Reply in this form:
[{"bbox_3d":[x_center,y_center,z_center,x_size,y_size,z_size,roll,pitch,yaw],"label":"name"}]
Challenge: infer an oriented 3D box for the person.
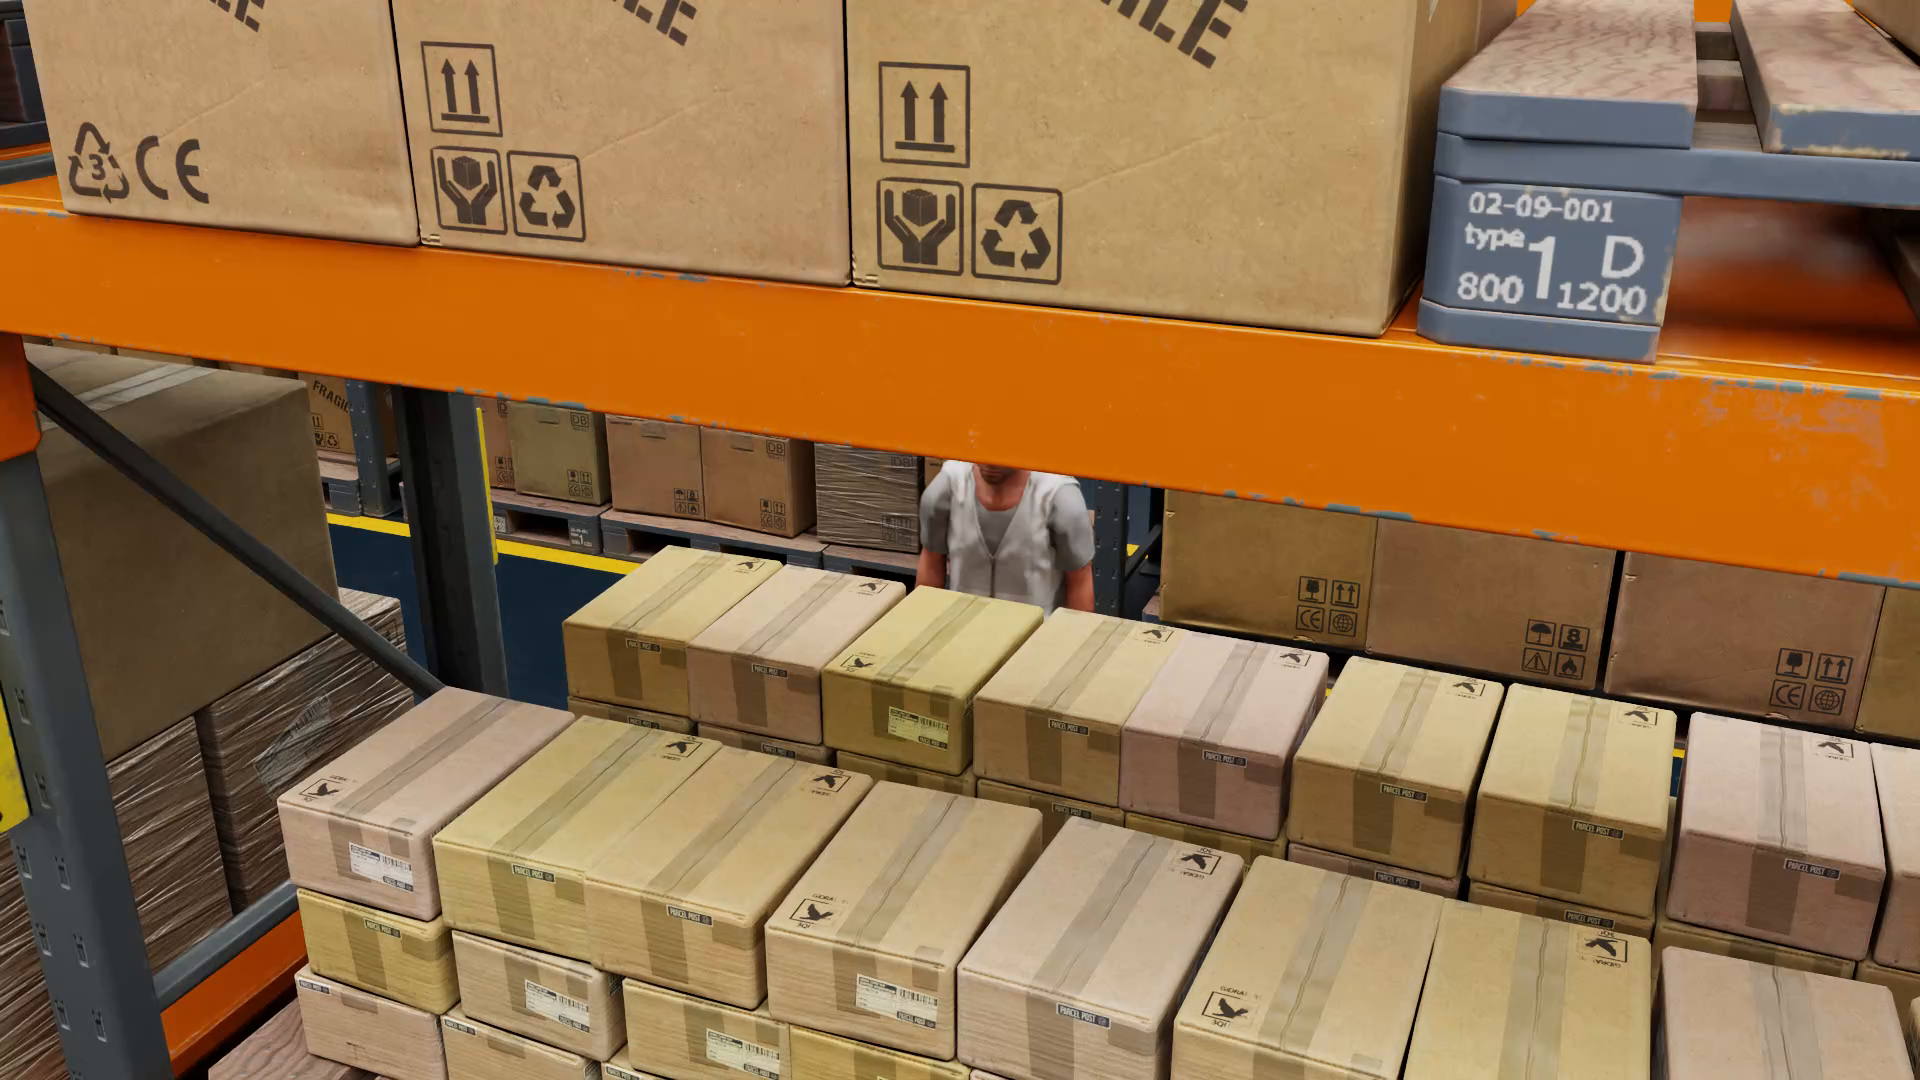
[{"bbox_3d":[0.117,0.347,5.220,0.608,1.777,0.453,7,23,18],"label":"person"}]
